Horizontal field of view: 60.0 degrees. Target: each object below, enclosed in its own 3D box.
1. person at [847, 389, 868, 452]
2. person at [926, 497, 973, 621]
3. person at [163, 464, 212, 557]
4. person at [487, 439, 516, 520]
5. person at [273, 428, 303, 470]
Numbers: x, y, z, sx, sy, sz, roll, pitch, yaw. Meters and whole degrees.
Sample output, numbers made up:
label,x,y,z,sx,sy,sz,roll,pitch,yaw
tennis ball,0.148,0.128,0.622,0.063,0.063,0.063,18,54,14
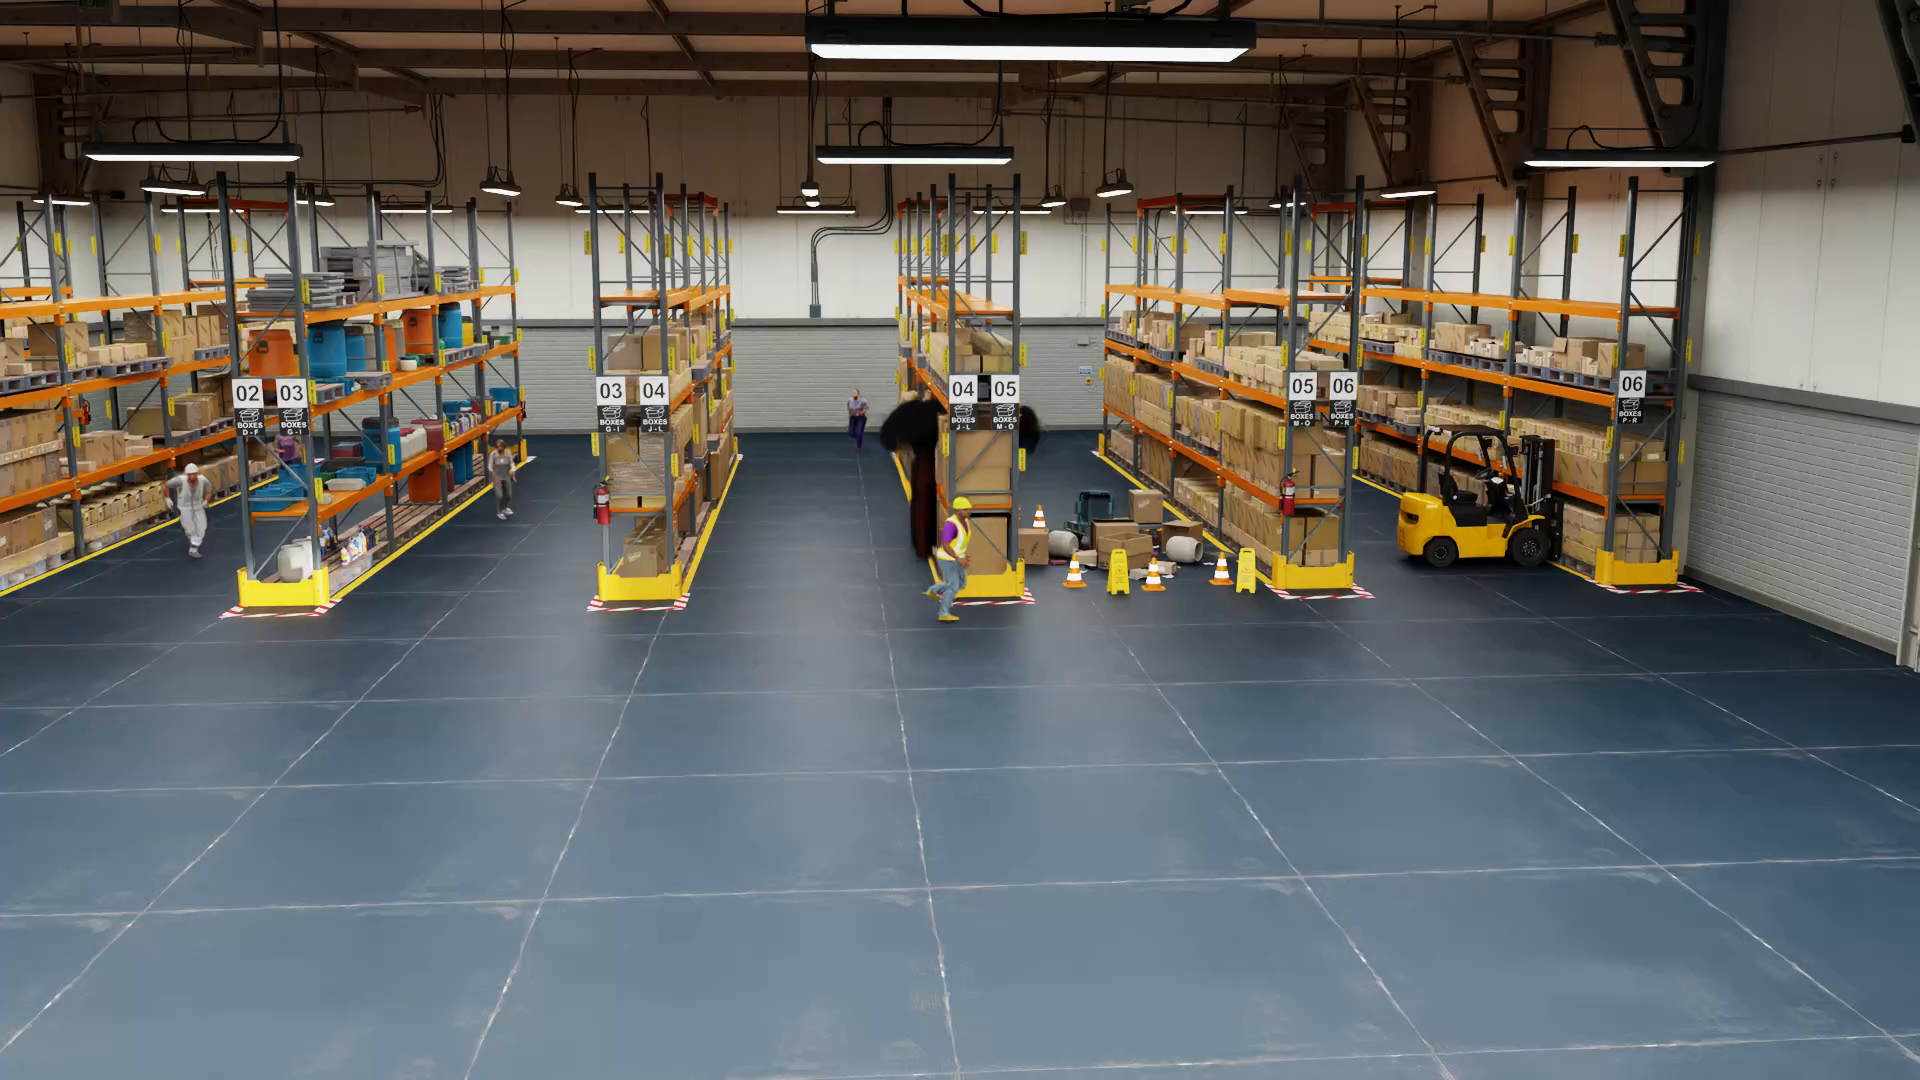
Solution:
label,x,y,z,sx,sy,sz,roll,pitch,yaw
person,-2.523,-2.942,40.874,0.581,1.554,0.641,2,10,12
person,-0.137,0.252,22.378,0.769,1.705,0.690,4,11,22
person,-12.430,-0.469,26.824,0.699,1.586,0.848,-6,12,-31
person,-8.512,-1.134,30.804,0.507,1.522,0.710,-6,12,-31
person,-13.570,-1.633,33.602,0.545,1.494,0.834,-4,11,-21
